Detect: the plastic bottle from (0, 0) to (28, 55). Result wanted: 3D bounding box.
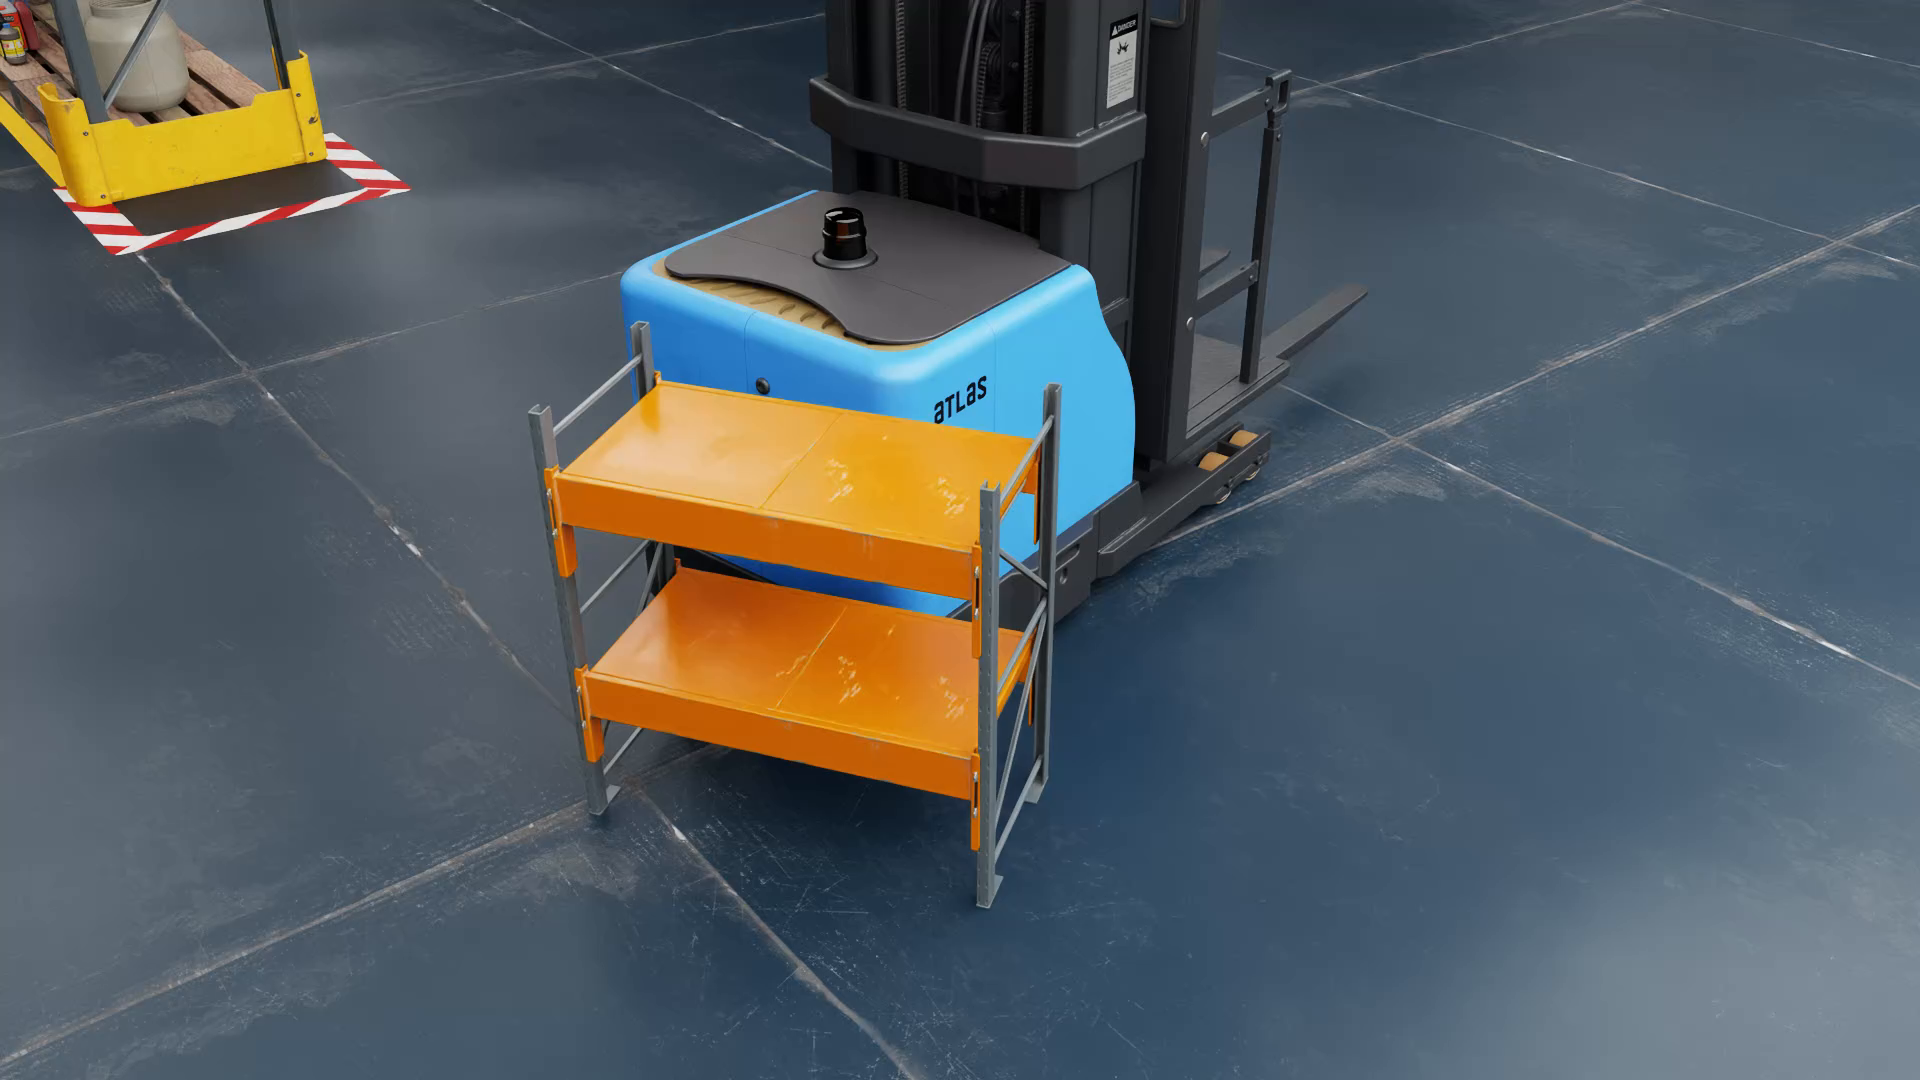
[{"bbox_3d":[-5.237,-2.822,9.116,0.152,0.276,0.135,-22,38,-31],"label":"plastic bottle"}]

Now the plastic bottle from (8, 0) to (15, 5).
[{"bbox_3d":[-5.358,-2.974,9.430,0.097,0.201,0.097,0,32,0],"label":"plastic bottle"}]

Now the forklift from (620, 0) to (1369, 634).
[{"bbox_3d":[0.384,-1.507,4.898,1.130,2.935,3.031,22,38,31],"label":"forklift"}]

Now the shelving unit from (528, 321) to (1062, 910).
[{"bbox_3d":[-0.350,0.169,3.912,1.048,1.125,0.538,10,33,16],"label":"shelving unit"}]

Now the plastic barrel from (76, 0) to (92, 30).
[{"bbox_3d":[-4.403,-2.635,8.610,0.421,0.512,0.421,0,32,0],"label":"plastic barrel"}]

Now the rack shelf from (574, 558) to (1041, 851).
[{"bbox_3d":[-0.350,0.376,4.041,1.000,0.278,0.538,10,33,16],"label":"rack shelf"}]

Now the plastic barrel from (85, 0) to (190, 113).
[{"bbox_3d":[-4.095,-2.426,8.273,0.421,0.512,0.421,0,32,0],"label":"plastic barrel"}]

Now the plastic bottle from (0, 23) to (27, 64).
[{"bbox_3d":[-5.104,-2.677,8.952,0.097,0.201,0.097,0,32,0],"label":"plastic bottle"}]

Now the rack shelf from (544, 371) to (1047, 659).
[{"bbox_3d":[-0.350,-0.080,3.757,1.000,0.278,0.538,10,33,16],"label":"rack shelf"}]

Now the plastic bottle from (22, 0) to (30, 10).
[{"bbox_3d":[-5.439,-3.084,9.537,0.152,0.276,0.135,-22,38,-31],"label":"plastic bottle"}]

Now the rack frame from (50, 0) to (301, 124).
[{"bbox_3d":[-3.631,-3.055,7.326,1.000,3.000,0.127,-22,38,-31],"label":"rack frame"}]

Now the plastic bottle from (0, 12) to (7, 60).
[{"bbox_3d":[-5.190,-2.754,8.999,0.061,0.283,0.133,-21,38,-30],"label":"plastic bottle"}]

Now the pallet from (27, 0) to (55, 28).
[{"bbox_3d":[-5.705,-3.244,10.273,1.003,0.211,1.213,-22,38,-31],"label":"pallet"}]

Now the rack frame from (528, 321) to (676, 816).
[{"bbox_3d":[-0.831,0.083,4.050,0.032,1.125,0.500,10,33,16],"label":"rack frame"}]

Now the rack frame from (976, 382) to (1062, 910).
[{"bbox_3d":[0.132,0.254,3.774,0.032,1.125,0.500,10,33,16],"label":"rack frame"}]

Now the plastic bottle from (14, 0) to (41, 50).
[{"bbox_3d":[-5.153,-2.860,9.170,0.061,0.283,0.133,-22,38,-31],"label":"plastic bottle"}]
